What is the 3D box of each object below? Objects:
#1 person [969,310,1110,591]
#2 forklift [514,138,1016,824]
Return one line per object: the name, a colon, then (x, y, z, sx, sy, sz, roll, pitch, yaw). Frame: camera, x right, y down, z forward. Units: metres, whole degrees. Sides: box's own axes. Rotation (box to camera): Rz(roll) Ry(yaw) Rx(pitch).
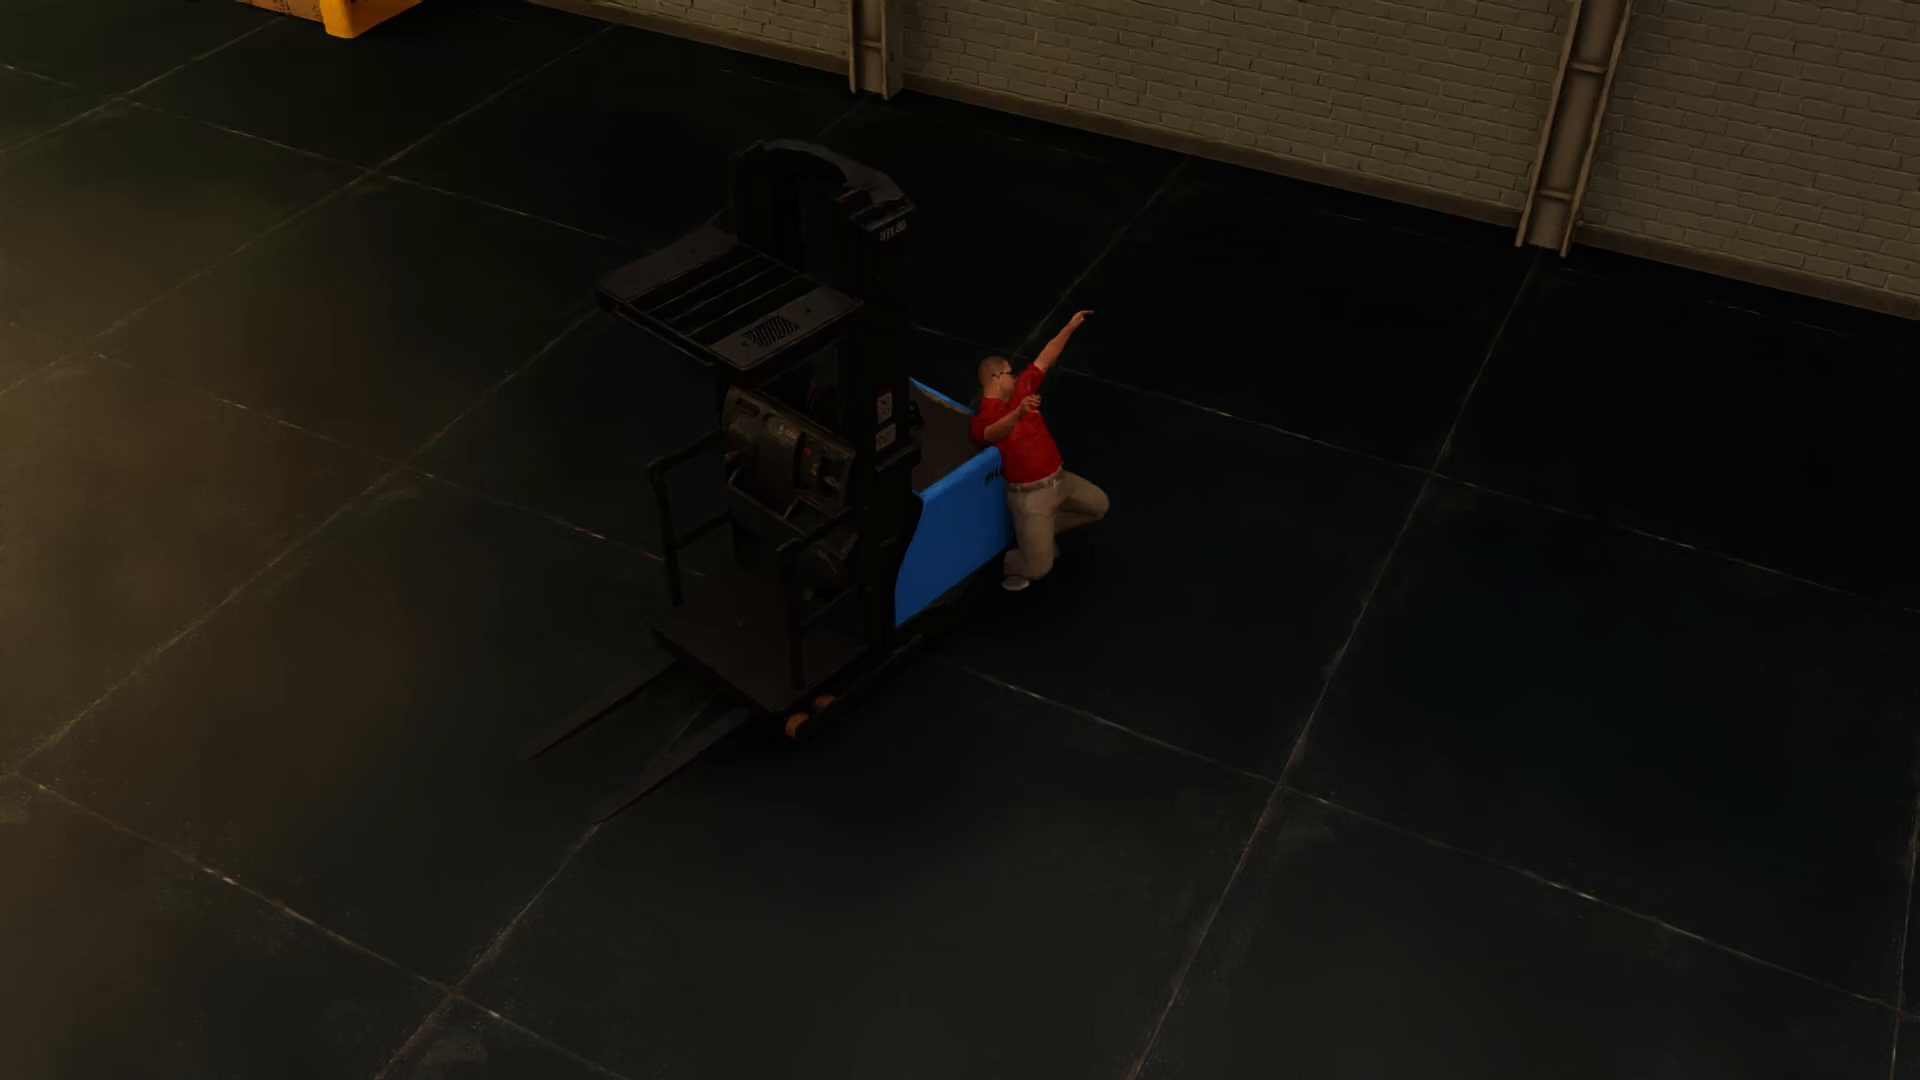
person: (0.448, -0.434, 9.545, 0.732, 1.642, 0.962, 23, 45, 25)
forklift: (-1.036, -0.407, 8.470, 1.130, 2.935, 3.031, 31, 49, 31)
